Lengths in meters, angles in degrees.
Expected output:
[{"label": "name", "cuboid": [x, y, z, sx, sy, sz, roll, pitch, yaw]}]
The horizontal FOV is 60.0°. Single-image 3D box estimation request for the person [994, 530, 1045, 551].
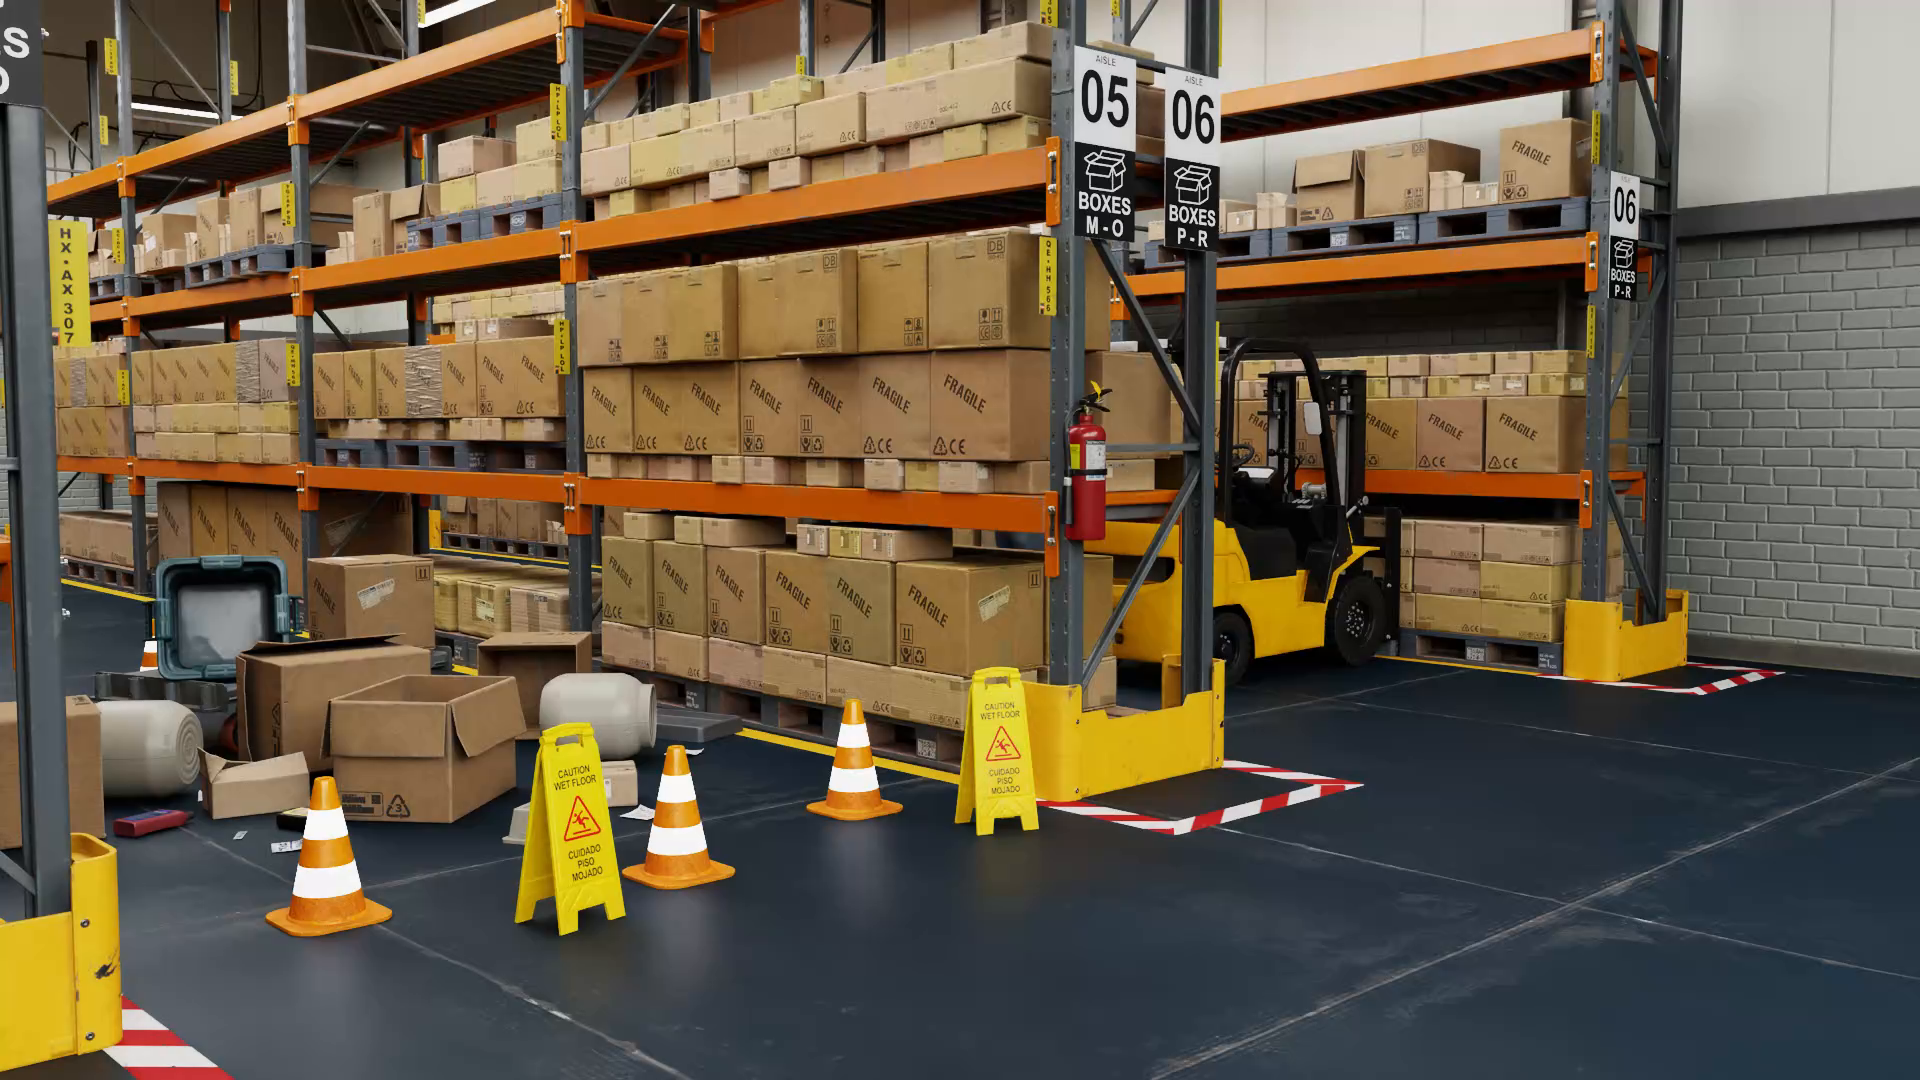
[{"label": "person", "cuboid": [0.474, -0.092, 12.009, 0.587, 1.761, 0.503, -4, 5, -43]}]
